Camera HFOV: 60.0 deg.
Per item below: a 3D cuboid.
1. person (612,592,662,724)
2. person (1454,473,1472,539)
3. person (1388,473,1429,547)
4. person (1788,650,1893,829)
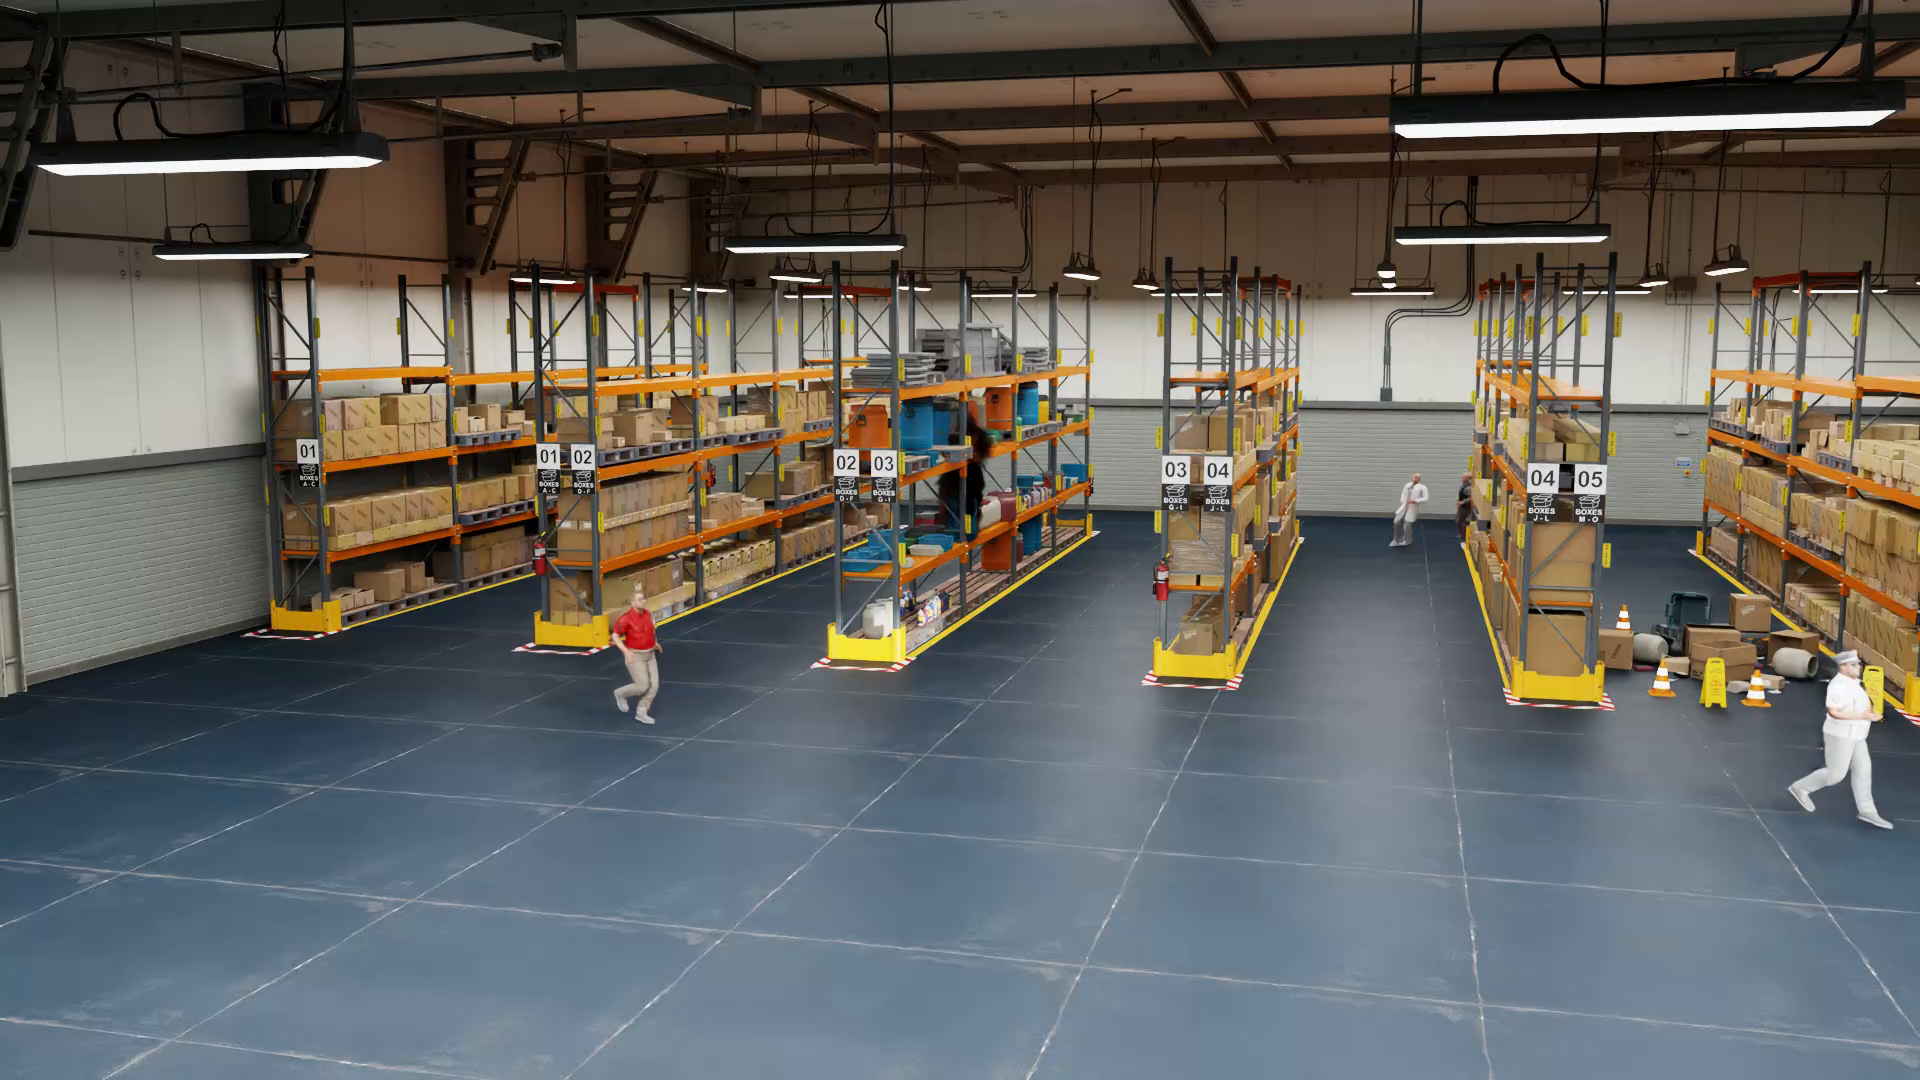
[{"bbox_3d":[-4.107,1.497,21.227,0.603,1.685,0.665,5,9,35],"label":"person"},{"bbox_3d":[12.042,-0.802,39.435,0.607,1.626,0.649,1,7,5],"label":"person"},{"bbox_3d":[10.355,-0.675,38.211,0.600,1.757,0.823,-7,10,-42],"label":"person"},{"bbox_3d":[8.961,1.975,16.832,0.661,1.774,0.973,-6,10,-41],"label":"person"}]
